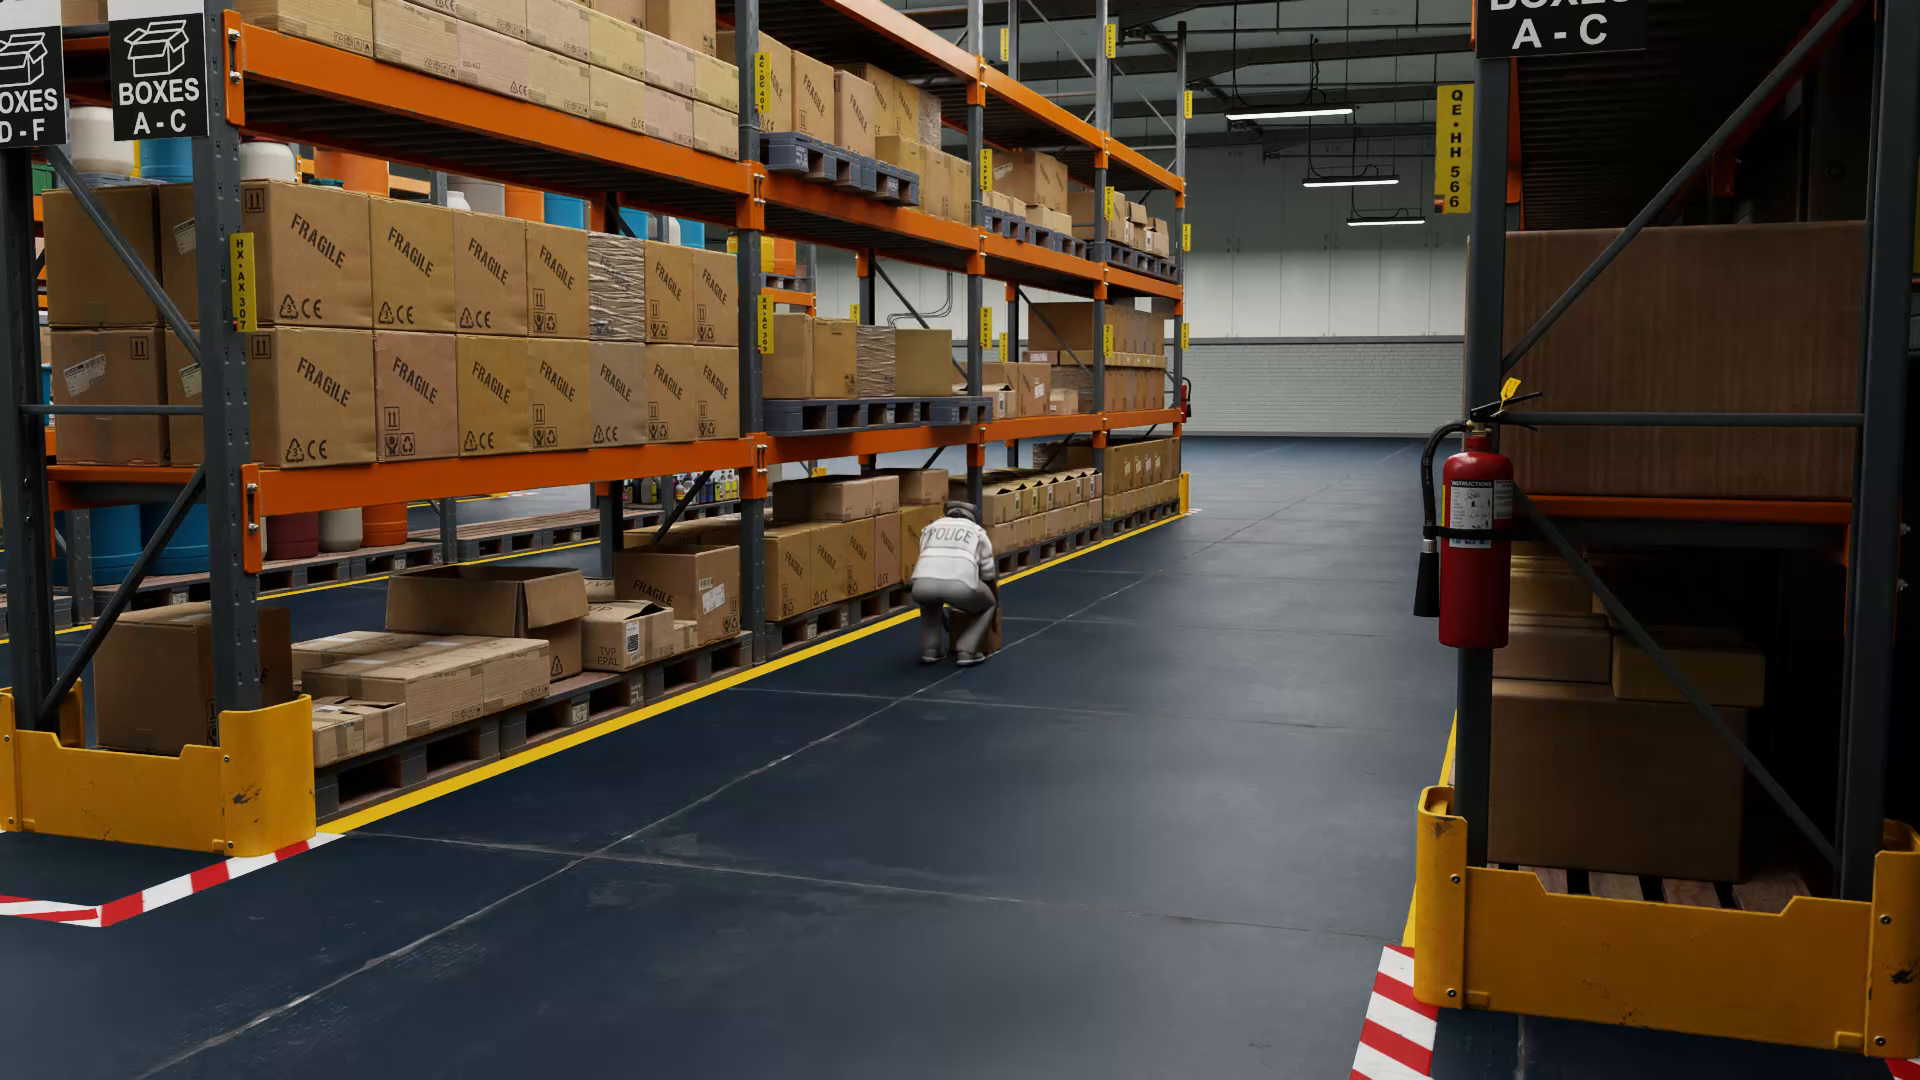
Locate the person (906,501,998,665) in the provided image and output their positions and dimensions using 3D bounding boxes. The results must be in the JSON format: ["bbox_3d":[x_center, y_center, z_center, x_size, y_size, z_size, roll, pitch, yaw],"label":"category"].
[{"bbox_3d":[-0.035,0.247,9.685,0.476,0.913,0.864,2,6,17],"label":"person"}]
